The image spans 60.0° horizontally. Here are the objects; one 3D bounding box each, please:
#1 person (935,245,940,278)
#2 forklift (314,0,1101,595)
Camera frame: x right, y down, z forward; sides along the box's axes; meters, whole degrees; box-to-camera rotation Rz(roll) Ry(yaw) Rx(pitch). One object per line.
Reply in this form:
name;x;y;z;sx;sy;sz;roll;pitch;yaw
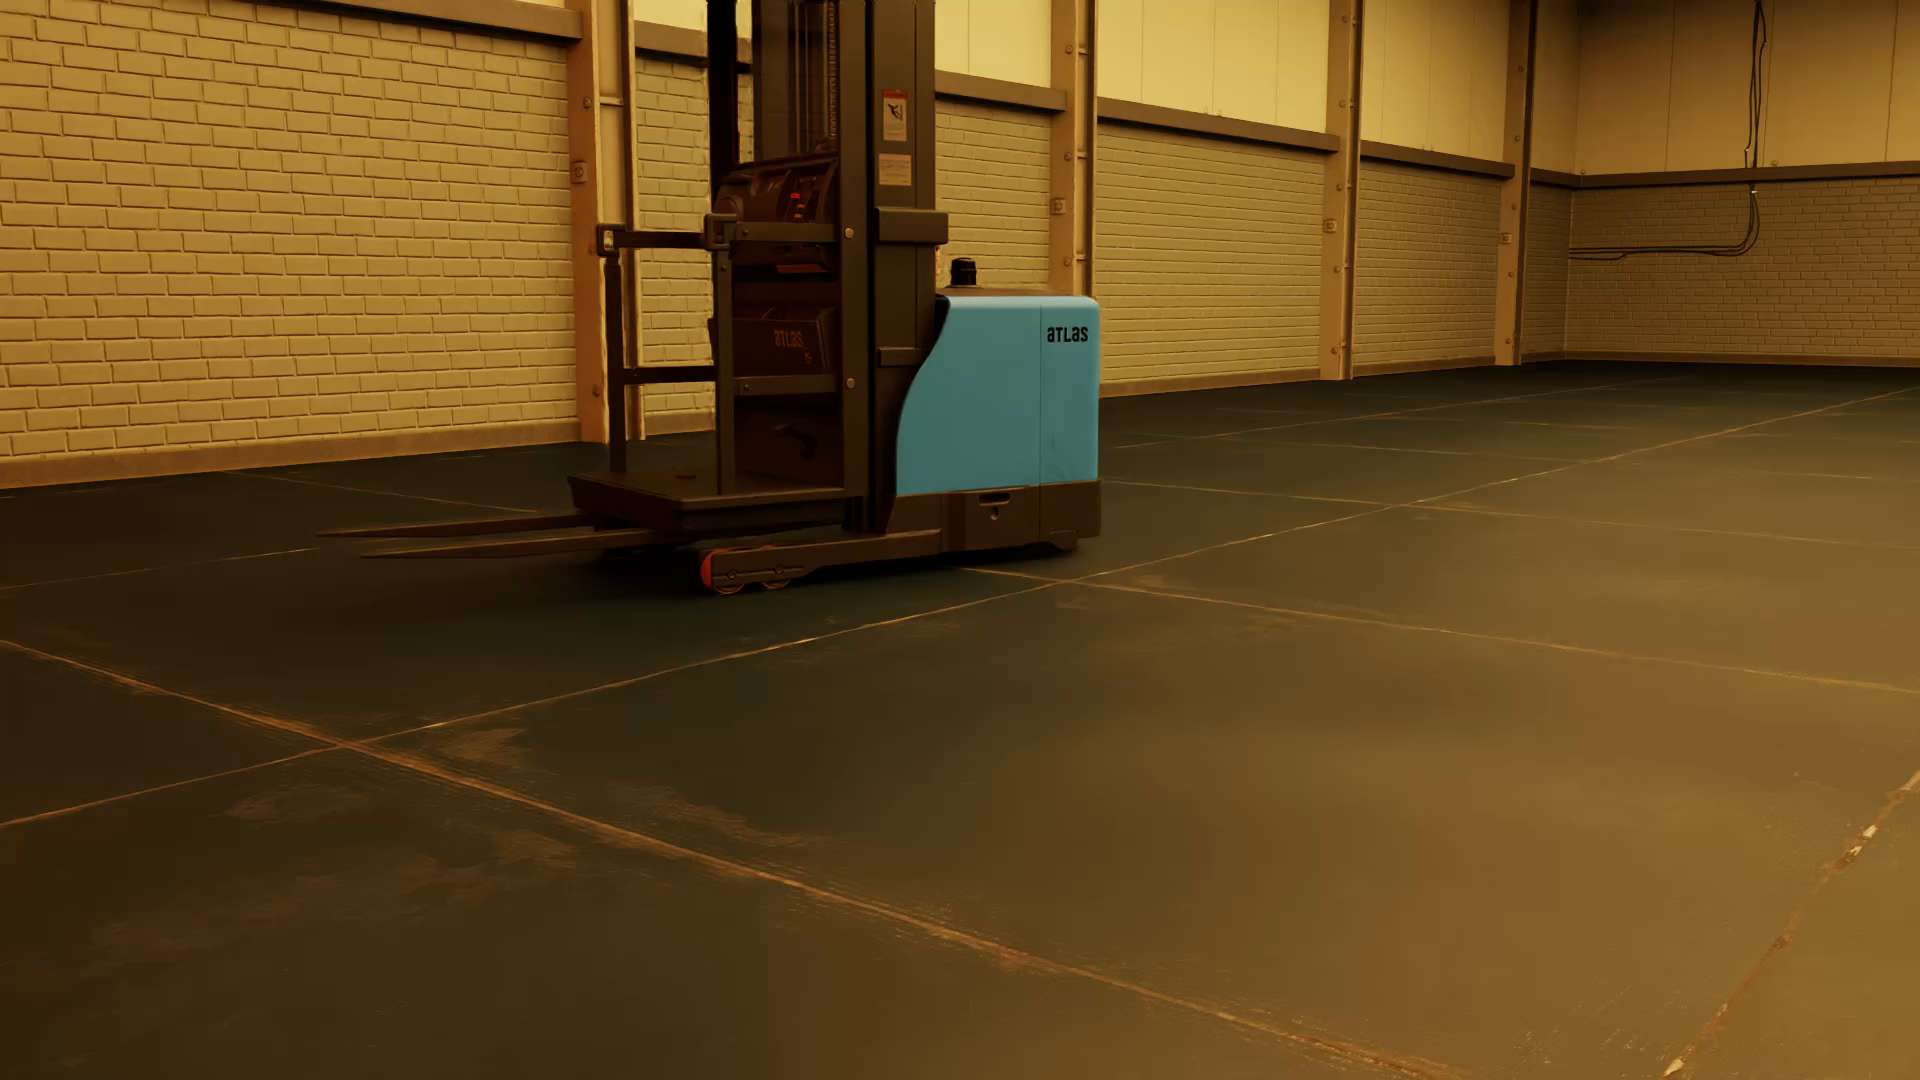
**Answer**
person;-0.066;-0.769;8.068;0.873;1.445;0.824;1;8;10
forklift;-0.908;-1.338;6.425;3.031;2.935;1.130;-6;10;-34
